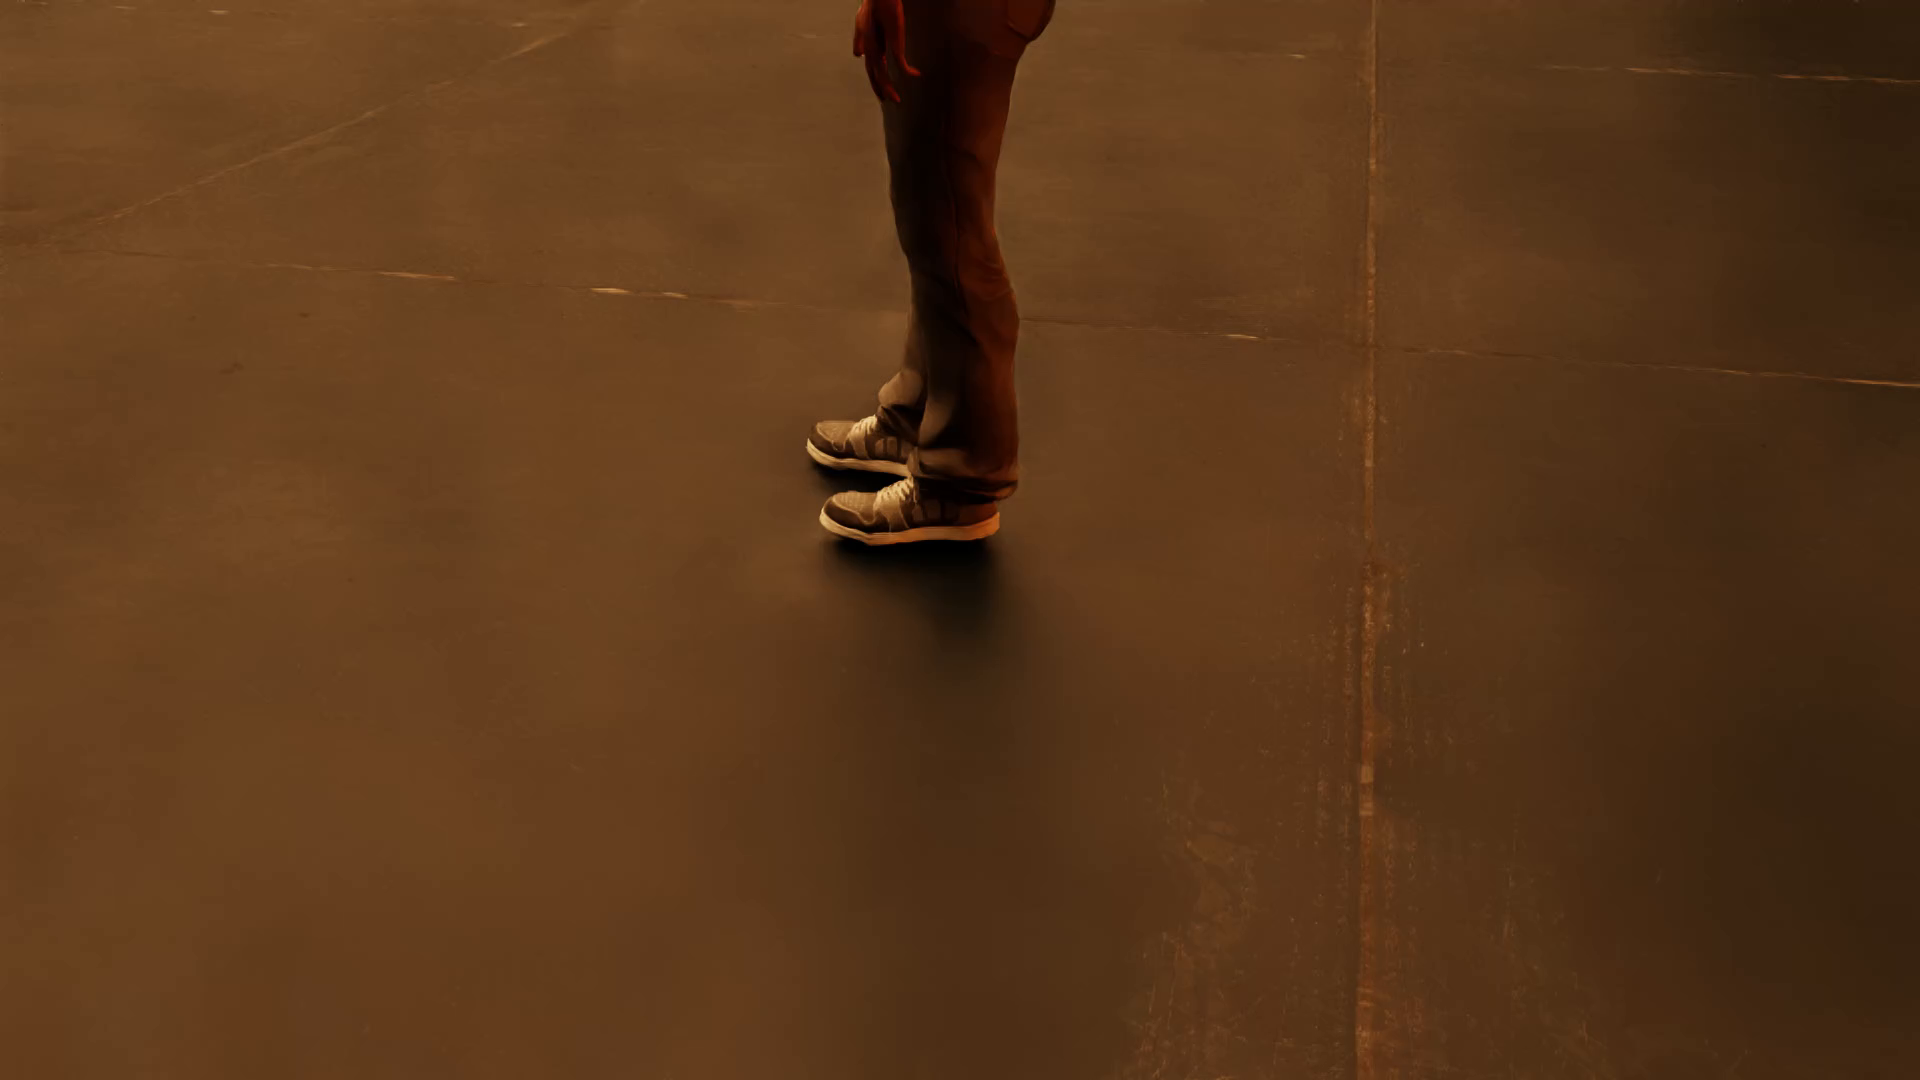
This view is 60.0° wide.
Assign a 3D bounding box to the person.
[{"bbox_3d":[-0.069,-0.733,2.164,0.474,1.597,0.521,6,27,11],"label":"person"}]
